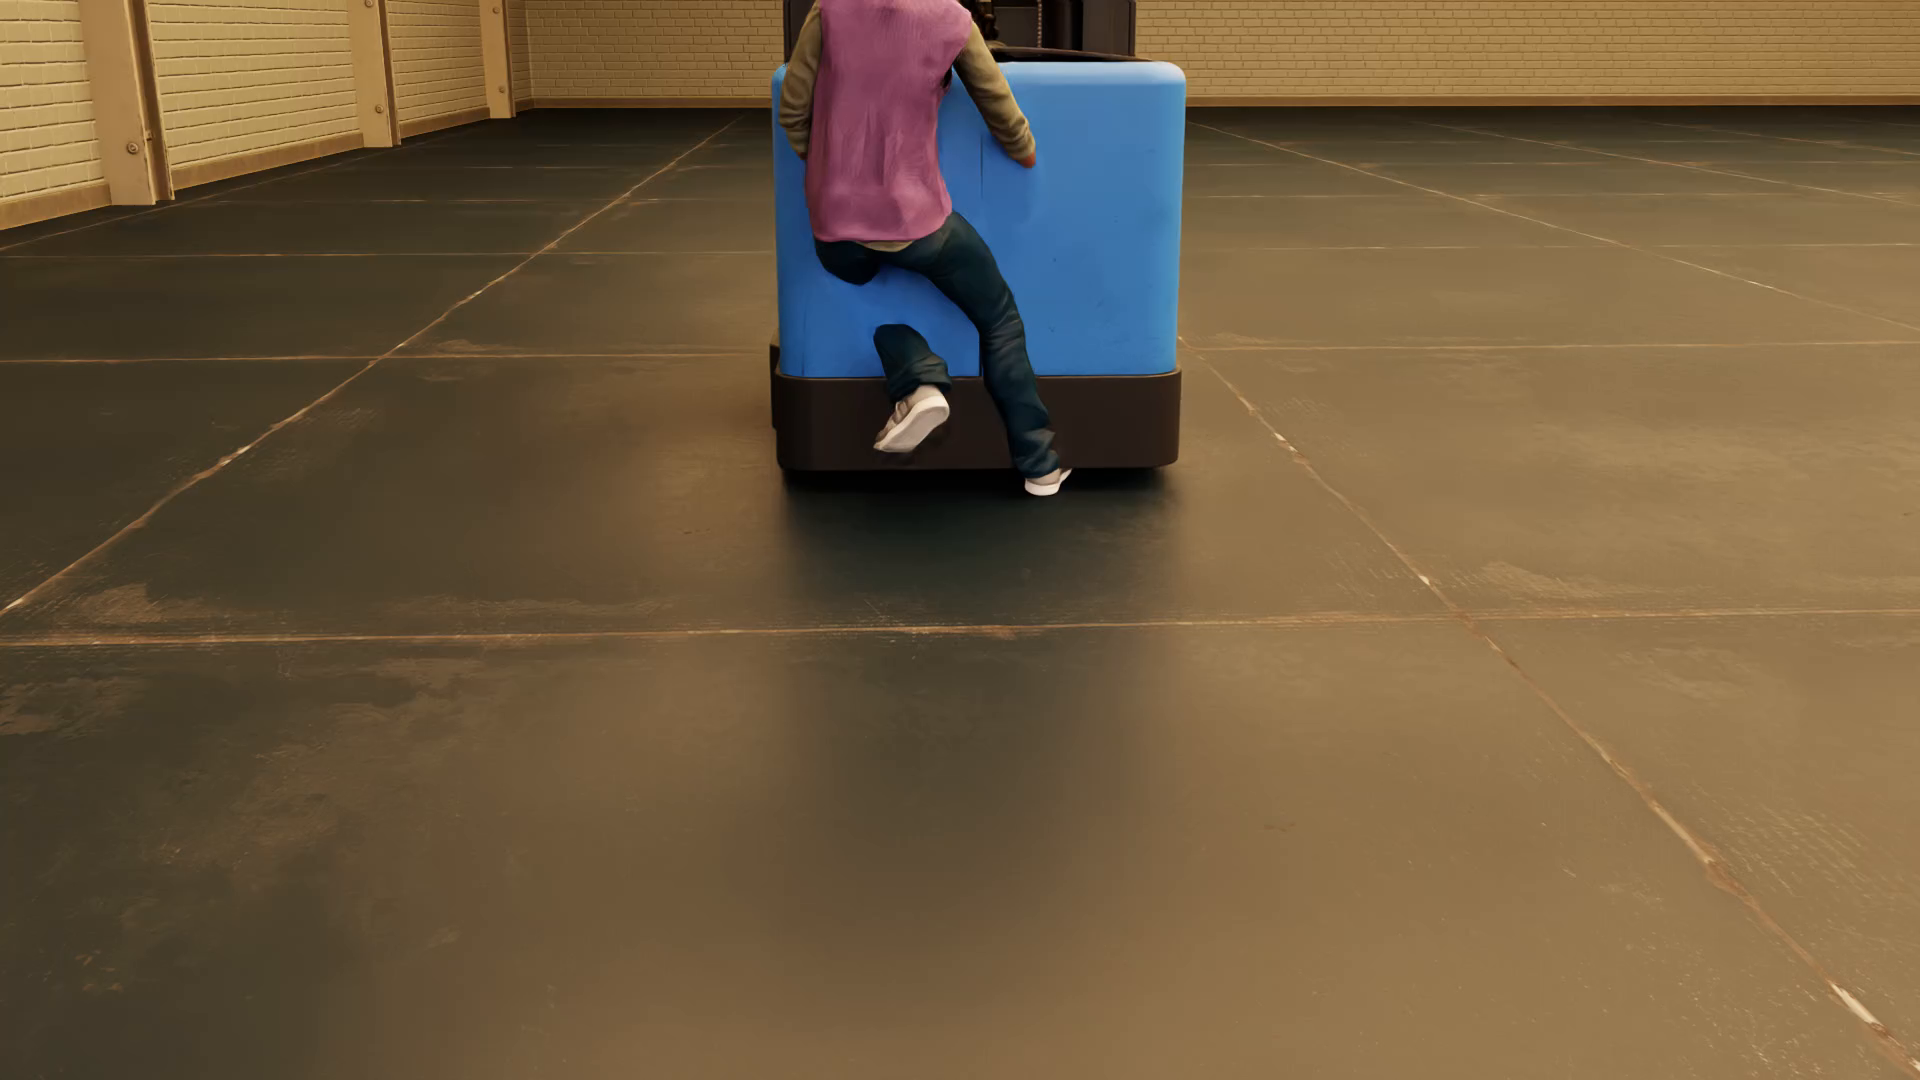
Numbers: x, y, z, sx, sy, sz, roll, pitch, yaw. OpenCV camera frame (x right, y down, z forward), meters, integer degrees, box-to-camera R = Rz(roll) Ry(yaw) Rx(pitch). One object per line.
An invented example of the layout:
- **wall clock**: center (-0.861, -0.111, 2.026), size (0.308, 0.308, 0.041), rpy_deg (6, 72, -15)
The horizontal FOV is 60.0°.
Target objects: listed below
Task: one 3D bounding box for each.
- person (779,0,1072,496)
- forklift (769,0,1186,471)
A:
- **person**: center (-0.069, -0.828, 4.078), size (0.660, 1.478, 0.587), rpy_deg (4, 17, 12)
- **forklift**: center (-0.013, -1.956, 5.300), size (1.130, 2.935, 3.031), rpy_deg (-1, 17, -2)
